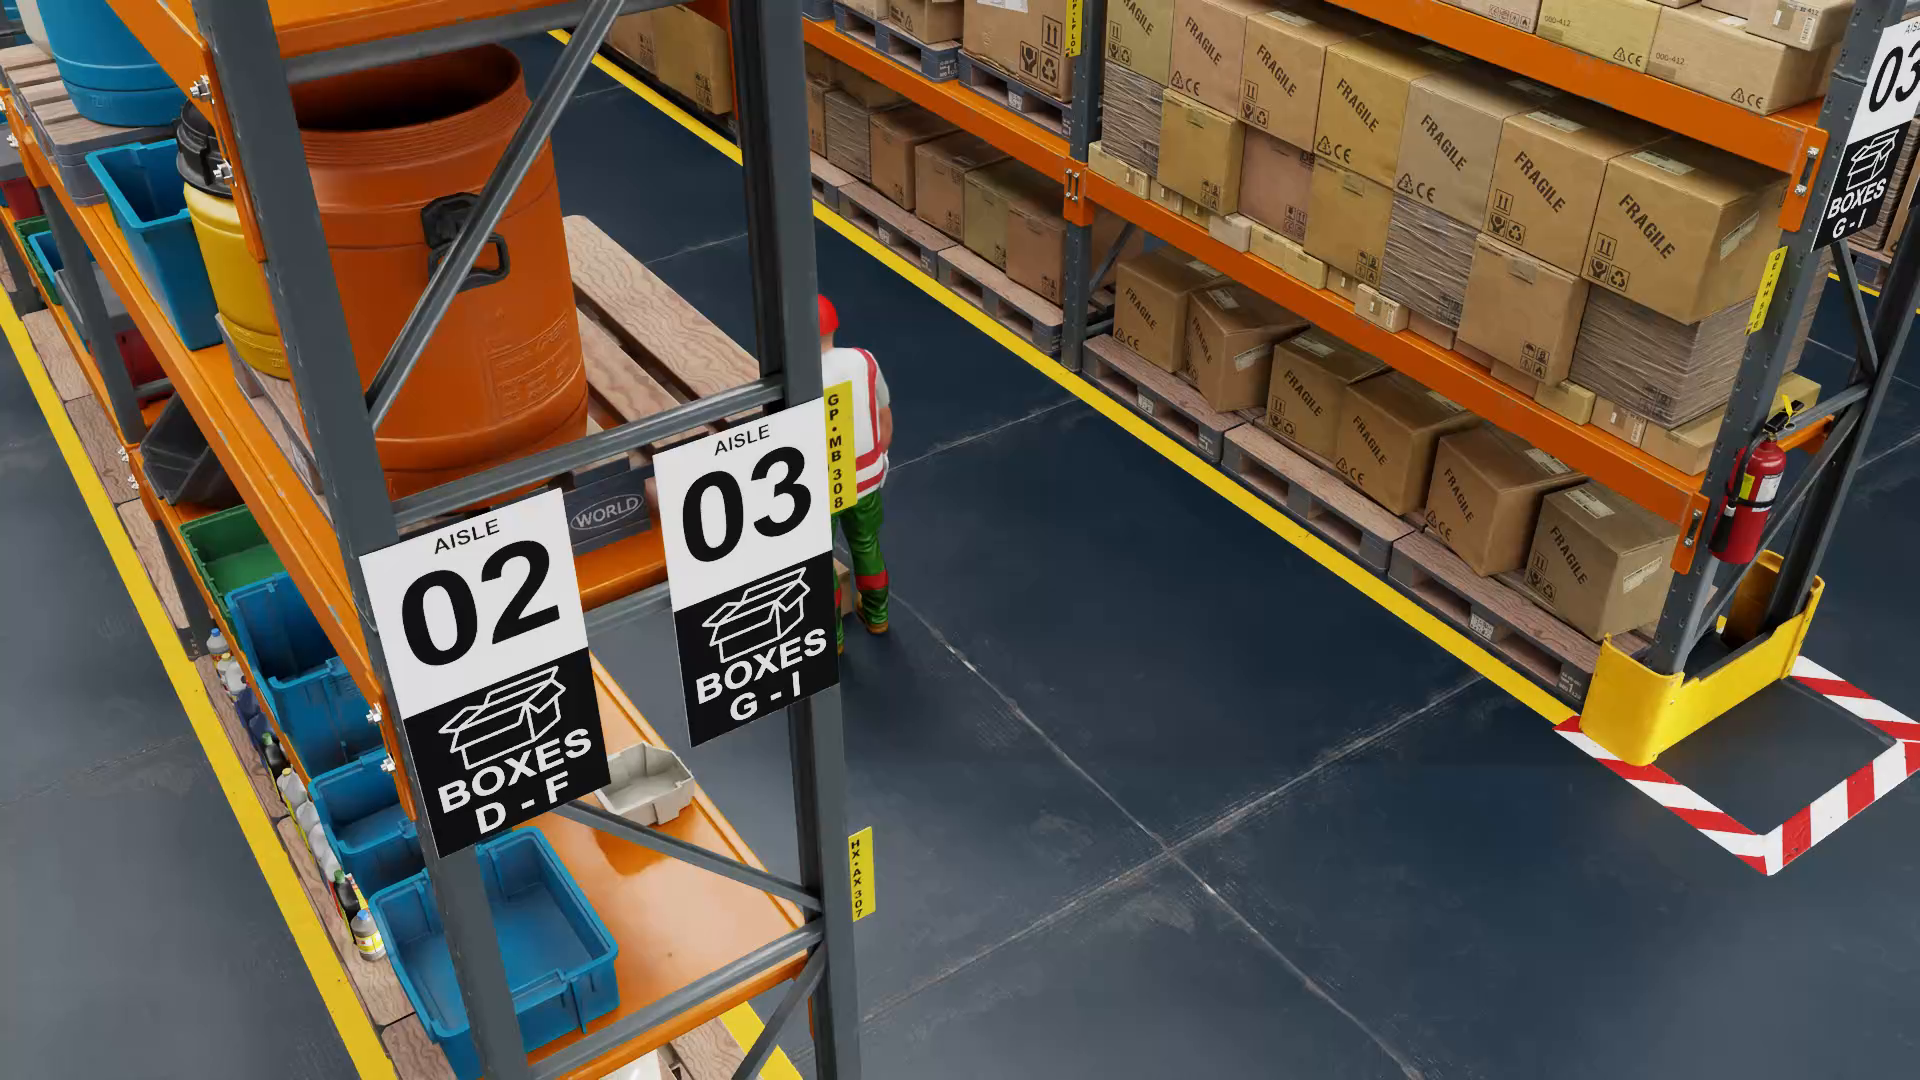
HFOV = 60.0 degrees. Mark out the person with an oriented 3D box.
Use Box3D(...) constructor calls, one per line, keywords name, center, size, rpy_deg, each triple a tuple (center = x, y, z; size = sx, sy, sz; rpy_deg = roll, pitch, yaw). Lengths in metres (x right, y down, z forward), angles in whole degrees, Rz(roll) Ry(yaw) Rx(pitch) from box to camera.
Box3D(name="person", center=(-0.564, -0.276, 7.369), size=(0.607, 1.780, 0.449), rpy_deg=(-23, 42, -28))
